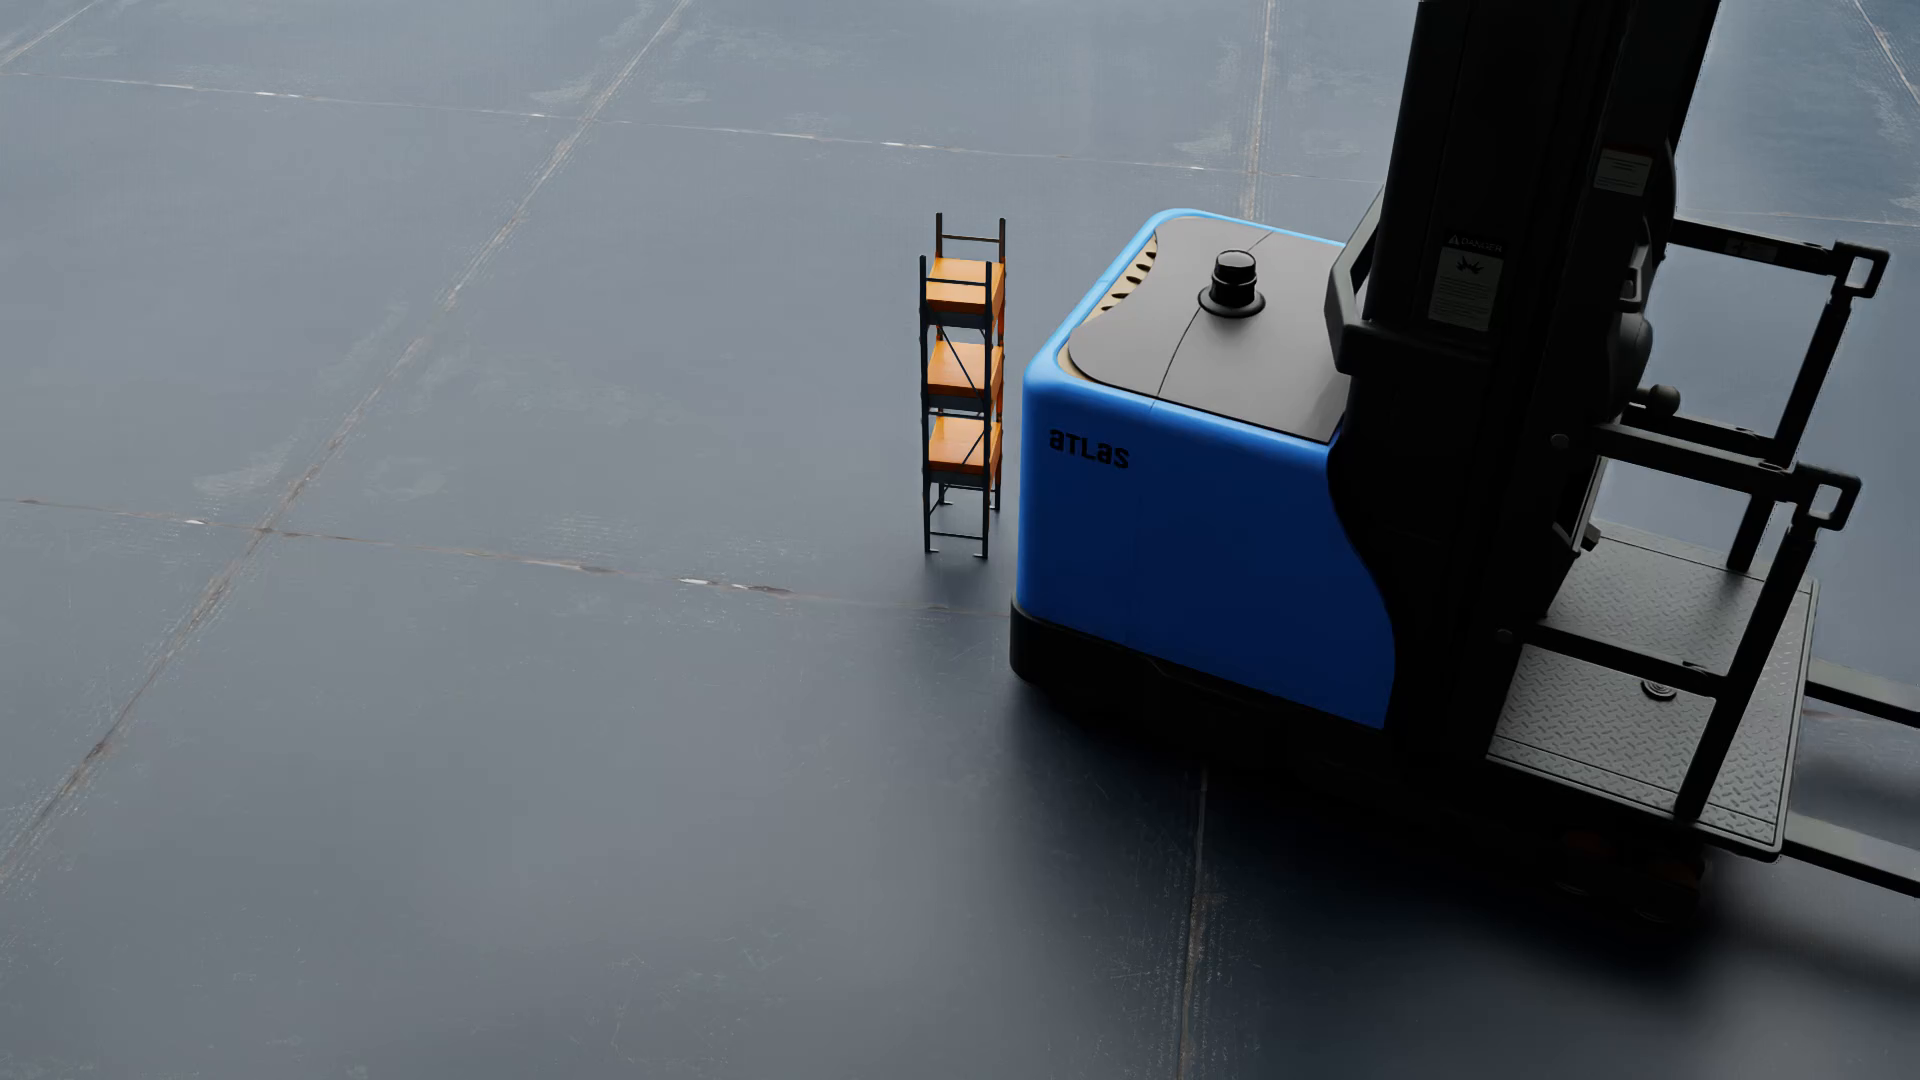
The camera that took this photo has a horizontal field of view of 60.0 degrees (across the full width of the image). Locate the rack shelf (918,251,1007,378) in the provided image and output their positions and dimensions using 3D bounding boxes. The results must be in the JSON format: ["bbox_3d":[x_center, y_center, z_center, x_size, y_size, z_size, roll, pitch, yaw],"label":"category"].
[{"bbox_3d":[0.009,-0.649,4.782,0.215,0.259,0.240,6,40,8],"label":"rack shelf"}]

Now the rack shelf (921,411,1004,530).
[{"bbox_3d":[0.009,-0.216,5.140,0.215,0.259,0.240,6,40,8],"label":"rack shelf"}]

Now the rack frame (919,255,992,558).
[{"bbox_3d":[-0.012,-0.362,4.863,0.200,1.050,0.008,6,40,8],"label":"rack frame"}]

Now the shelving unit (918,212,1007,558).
[{"bbox_3d":[0.009,-0.438,4.956,0.215,1.050,0.252,6,40,8],"label":"shelving unit"}]

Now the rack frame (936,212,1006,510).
[{"bbox_3d":[0.030,-0.515,5.049,0.200,1.050,0.008,6,40,8],"label":"rack frame"}]

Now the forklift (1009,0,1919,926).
[{"bbox_3d":[1.695,-0.574,3.644,3.031,2.935,1.130,17,43,20],"label":"forklift"}]

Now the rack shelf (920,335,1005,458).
[{"bbox_3d":[0.009,-0.430,4.963,0.215,0.259,0.240,6,40,8],"label":"rack shelf"}]
